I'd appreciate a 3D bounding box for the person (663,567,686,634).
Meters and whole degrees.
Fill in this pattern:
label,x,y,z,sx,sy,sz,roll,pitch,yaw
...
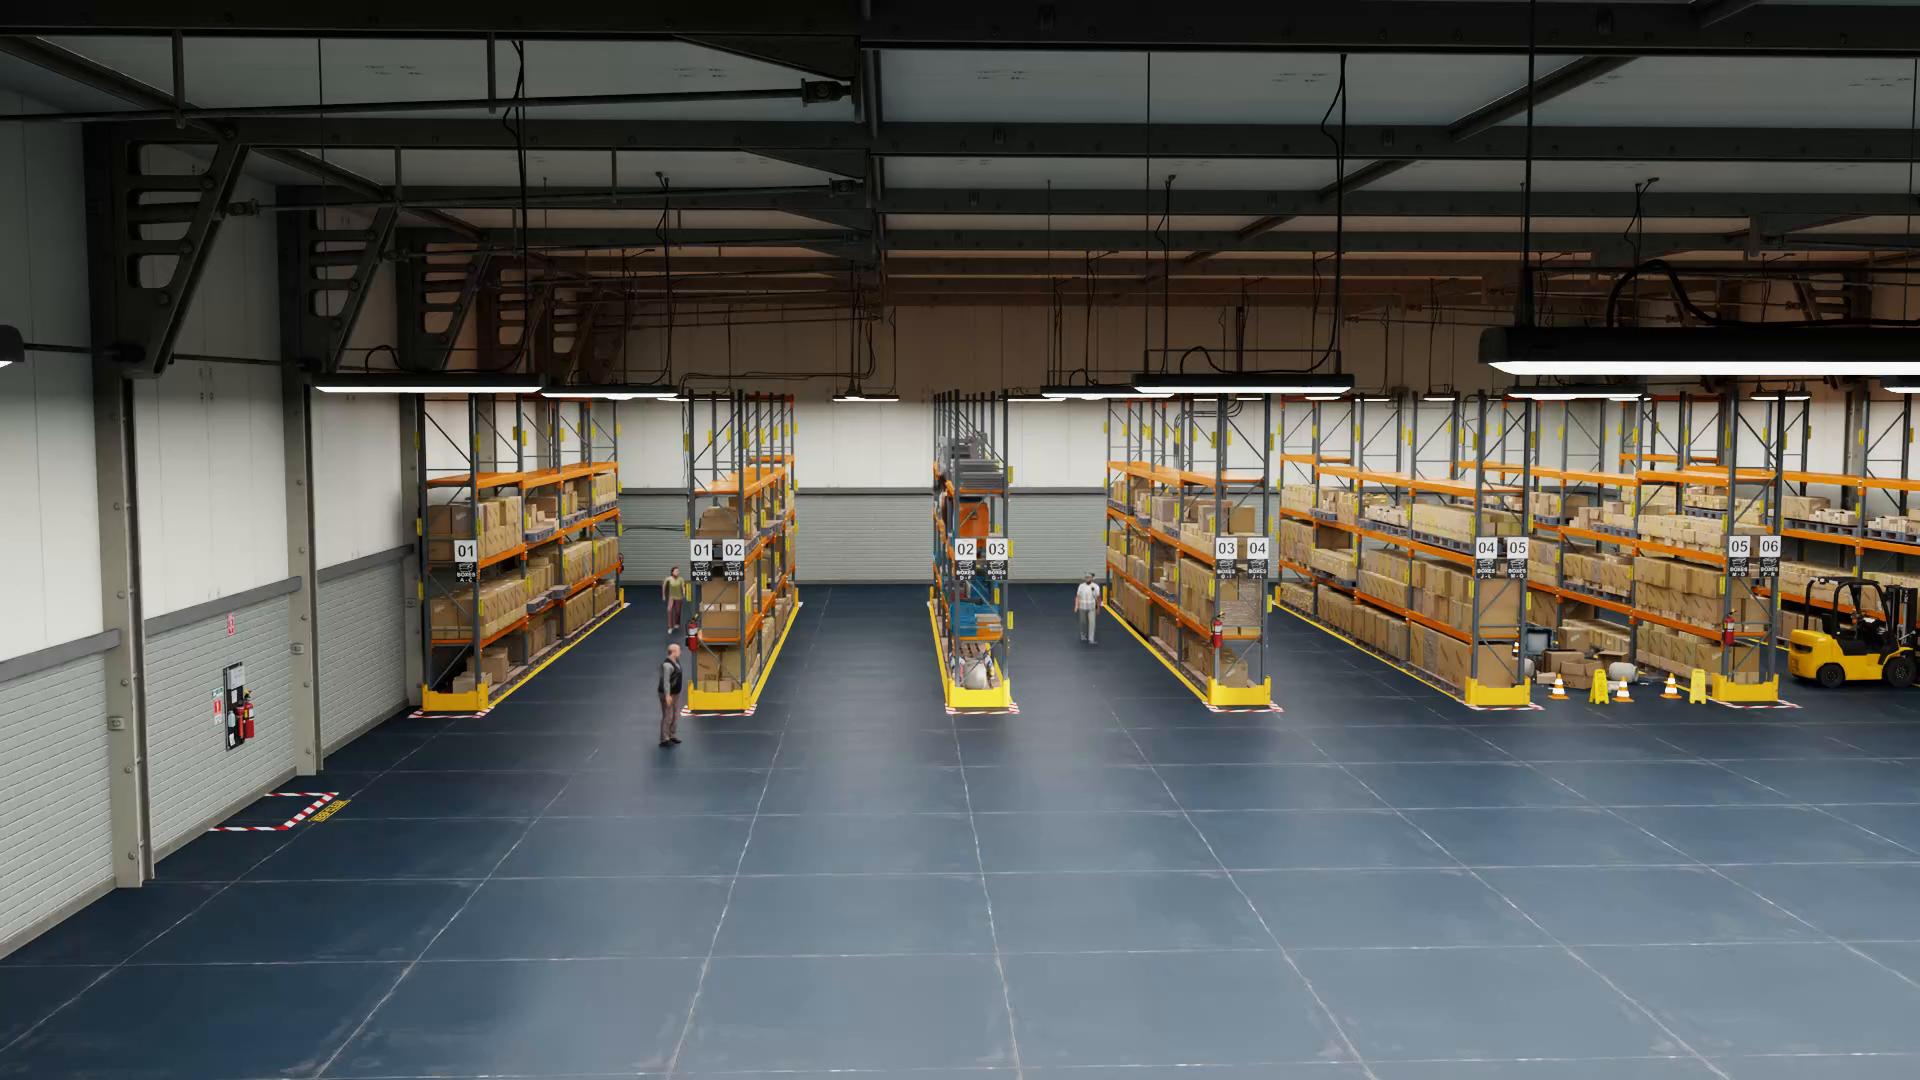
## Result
label,x,y,z,sx,sy,sz,roll,pitch,yaw
person,-7.208,1.494,41.989,0.614,1.649,0.982,0,5,-3

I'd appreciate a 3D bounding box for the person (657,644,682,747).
label,x,y,z,sx,sy,sz,roll,pitch,yaw
person,-4.866,2.595,27.907,0.389,1.732,0.574,1,5,11

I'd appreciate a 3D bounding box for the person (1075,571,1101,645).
label,x,y,z,sx,sy,sz,roll,pitch,yaw
person,3.052,1.615,39.725,0.625,1.734,1.021,0,5,1
